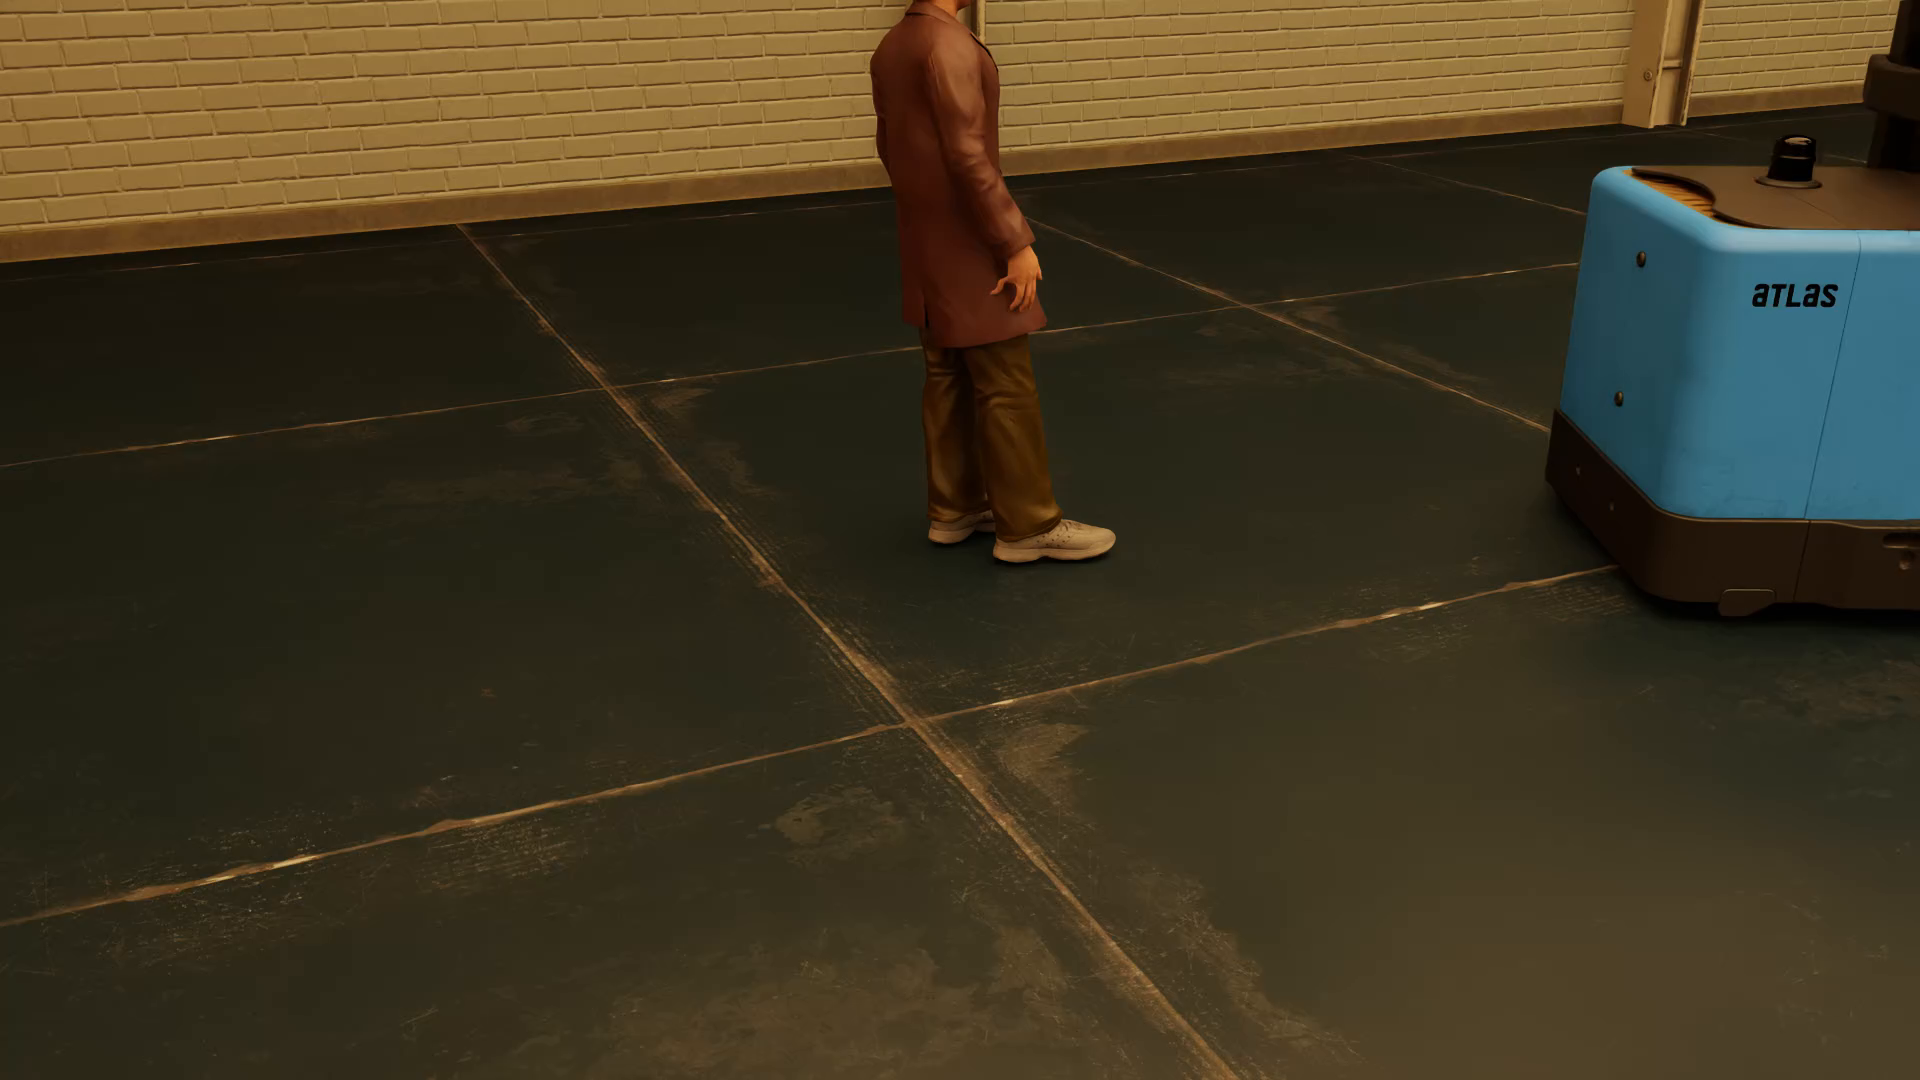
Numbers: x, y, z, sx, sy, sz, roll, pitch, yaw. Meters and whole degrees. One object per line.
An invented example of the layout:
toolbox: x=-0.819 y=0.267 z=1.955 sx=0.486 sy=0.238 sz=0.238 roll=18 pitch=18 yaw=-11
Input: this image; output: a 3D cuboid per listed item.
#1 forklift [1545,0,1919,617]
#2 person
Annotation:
forklift: x=3.403 y=-1.307 z=4.432 sx=3.031 sy=2.935 sz=1.130 roll=0 pitch=23 yaw=1
person: x=0.084 y=-0.840 z=4.794 sx=0.582 sy=1.775 sz=0.696 roll=-10 pitch=25 yaw=-23
